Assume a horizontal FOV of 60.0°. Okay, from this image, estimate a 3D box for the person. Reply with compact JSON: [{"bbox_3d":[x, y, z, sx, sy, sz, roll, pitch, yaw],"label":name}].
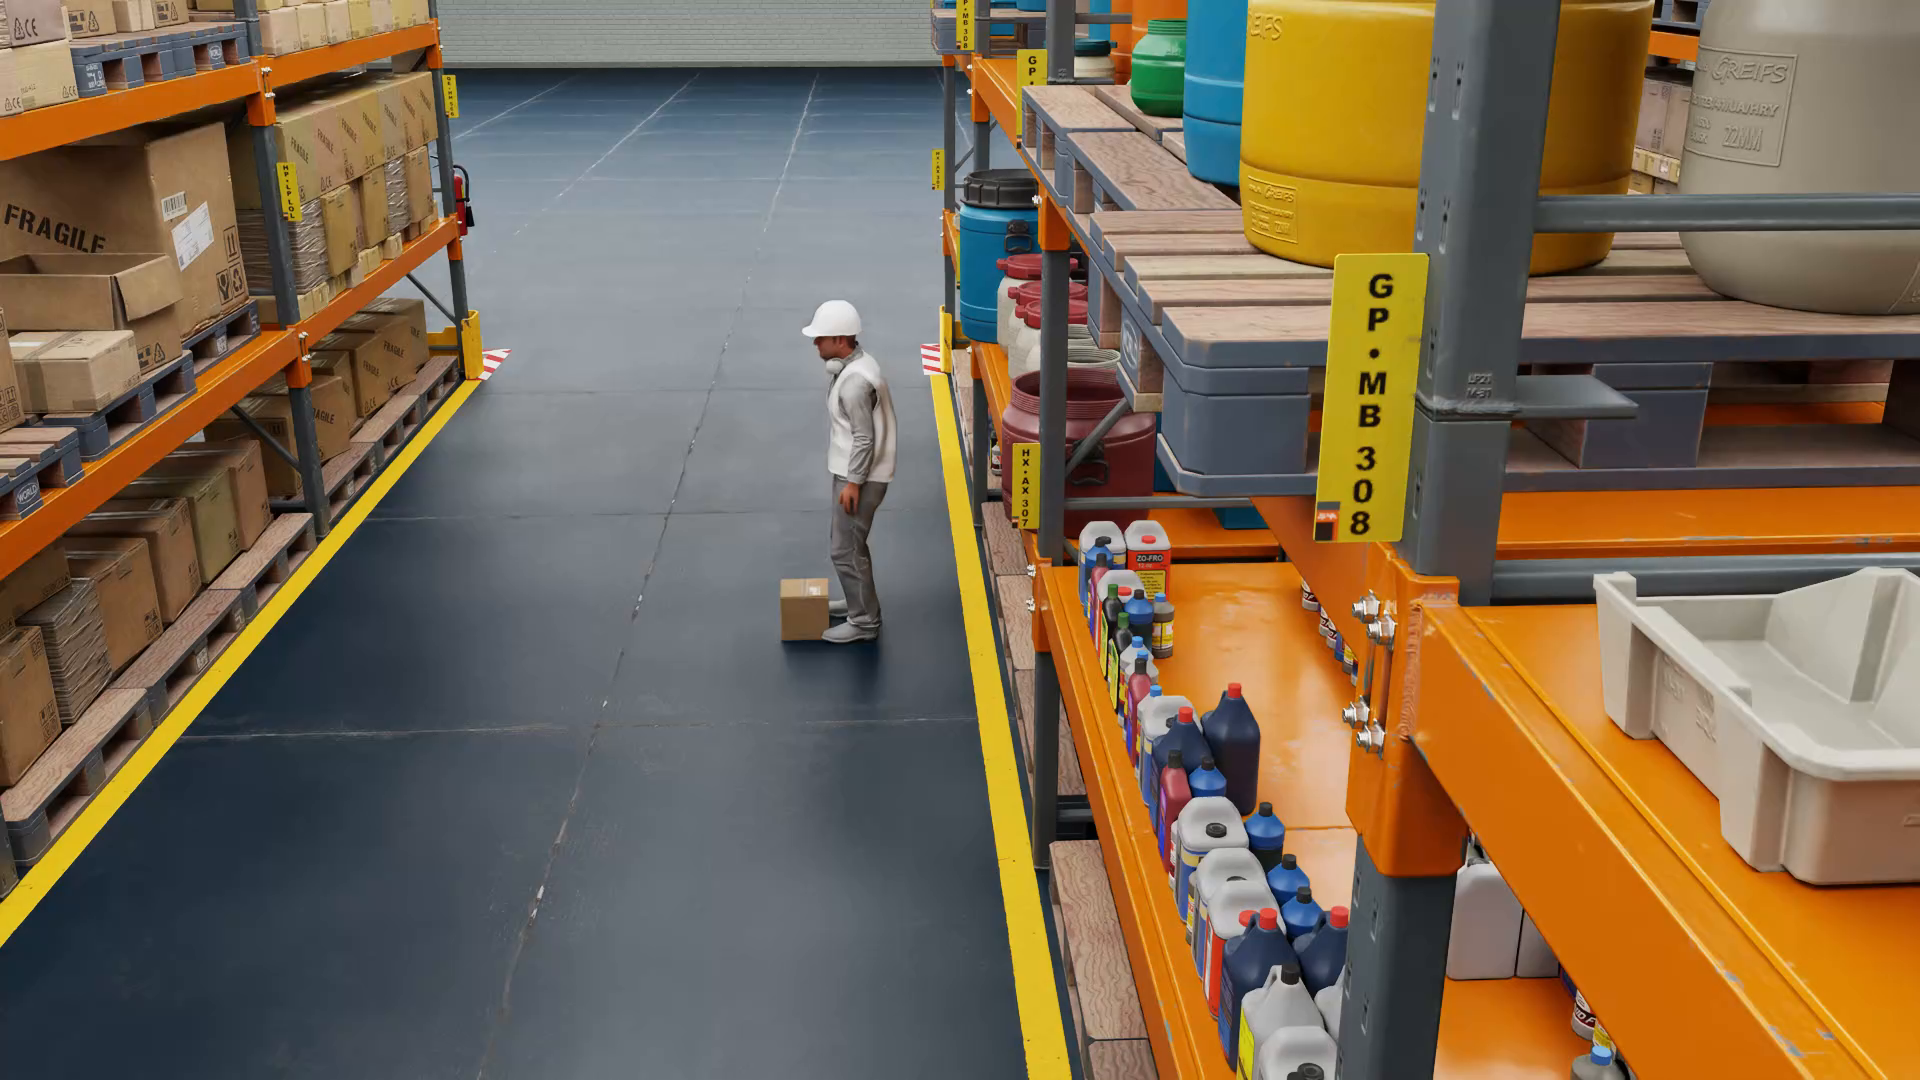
[{"bbox_3d":[-0.551,-0.354,8.501,0.464,1.769,0.582,-2,20,-6],"label":"person"}]
